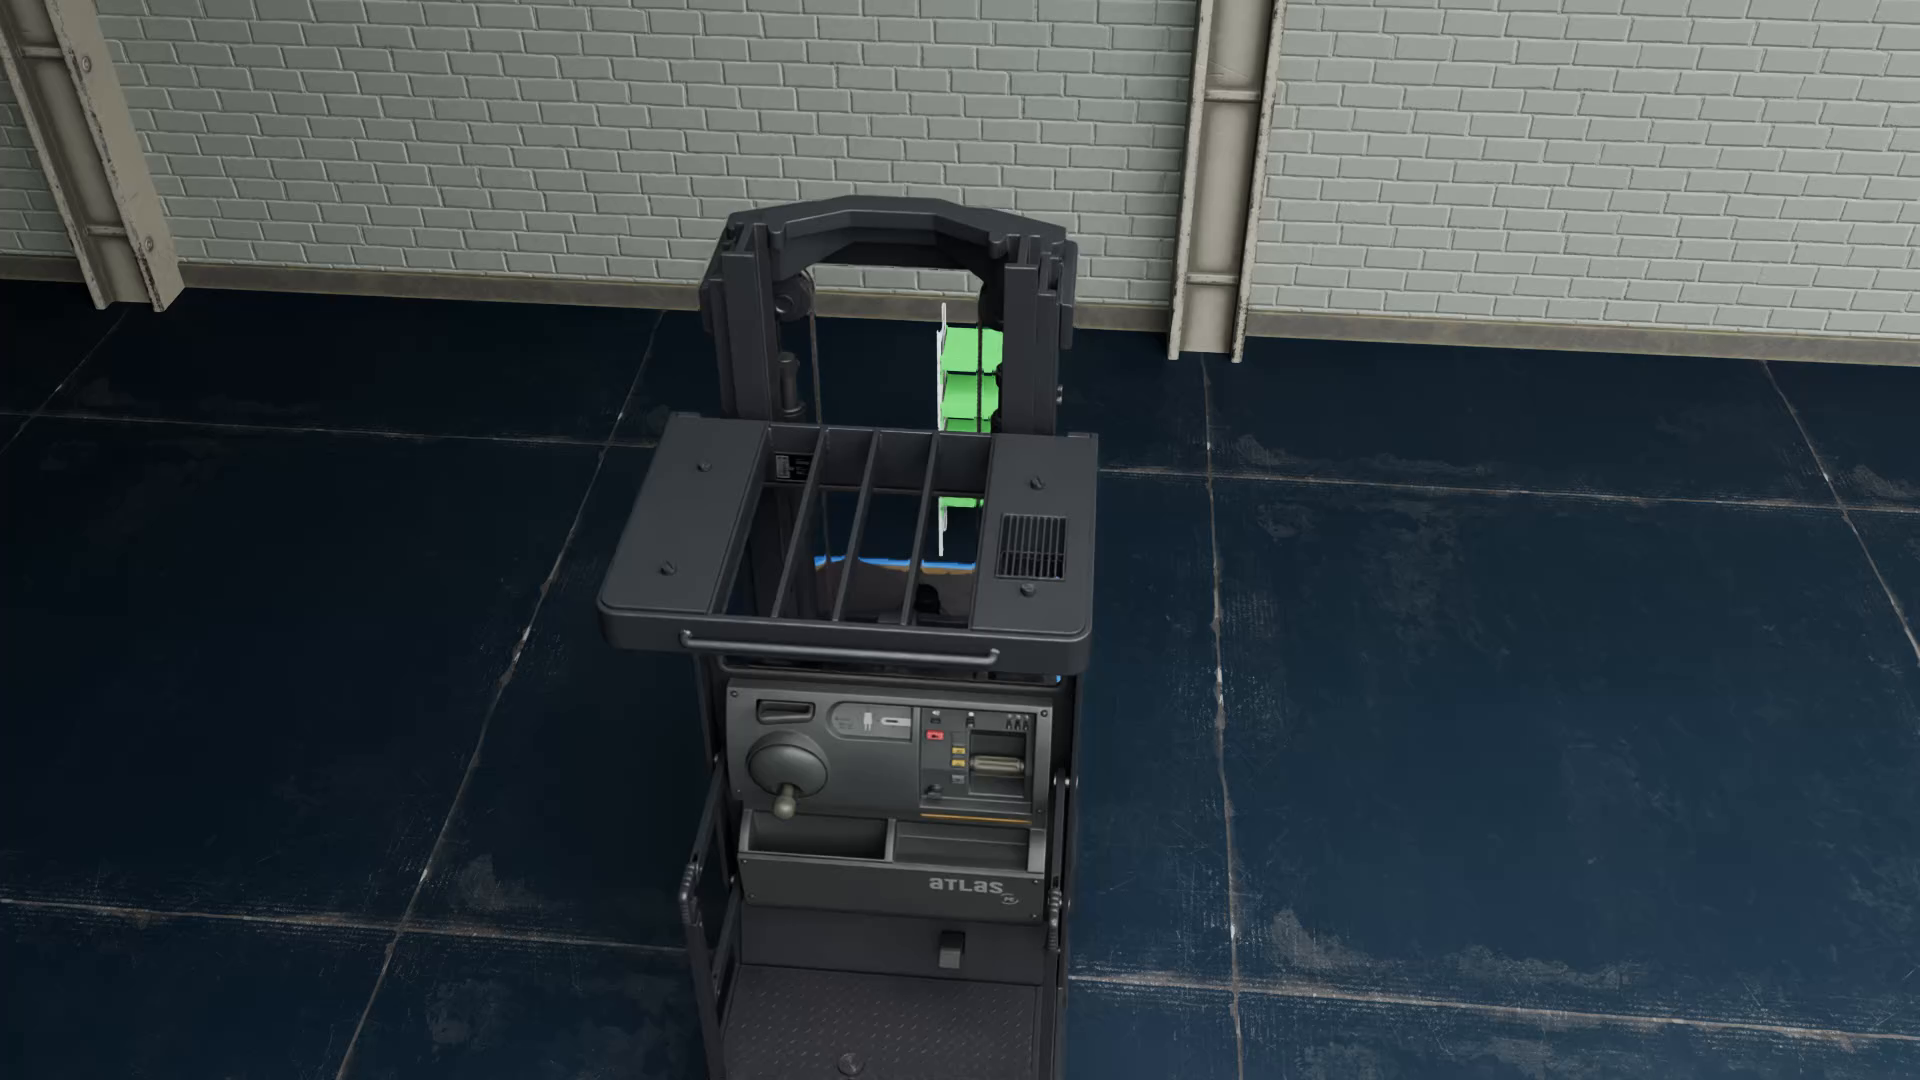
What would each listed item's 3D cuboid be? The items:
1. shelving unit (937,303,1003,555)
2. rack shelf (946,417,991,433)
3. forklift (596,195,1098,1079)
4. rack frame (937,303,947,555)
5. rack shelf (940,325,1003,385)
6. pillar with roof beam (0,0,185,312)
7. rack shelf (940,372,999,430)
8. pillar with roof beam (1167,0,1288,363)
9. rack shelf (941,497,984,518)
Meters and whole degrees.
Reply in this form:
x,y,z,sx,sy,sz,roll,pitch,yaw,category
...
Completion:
x,y,z,sx,sy,sz,roll,pitch,yaw,category
0.165,-0.456,7.360,0.503,1.200,0.258,3,39,4,shelving unit
0.165,-0.407,7.400,0.480,0.148,0.258,3,39,4,rack shelf
-0.221,0.692,4.578,1.130,2.935,3.031,3,39,4,forklift
-0.078,-0.470,7.376,0.015,1.200,0.240,3,39,4,rack frame
0.165,-0.779,7.097,0.480,0.148,0.258,3,39,4,rack shelf
-5.023,-2.168,3.285,0.400,9.000,9.100,3,39,4,pillar with roof beam
0.165,-0.593,7.249,0.480,0.148,0.258,3,39,4,rack shelf
0.955,-1.841,2.884,0.400,9.000,9.100,3,39,4,pillar with roof beam
0.165,-0.221,7.552,0.480,0.148,0.258,3,39,4,rack shelf
